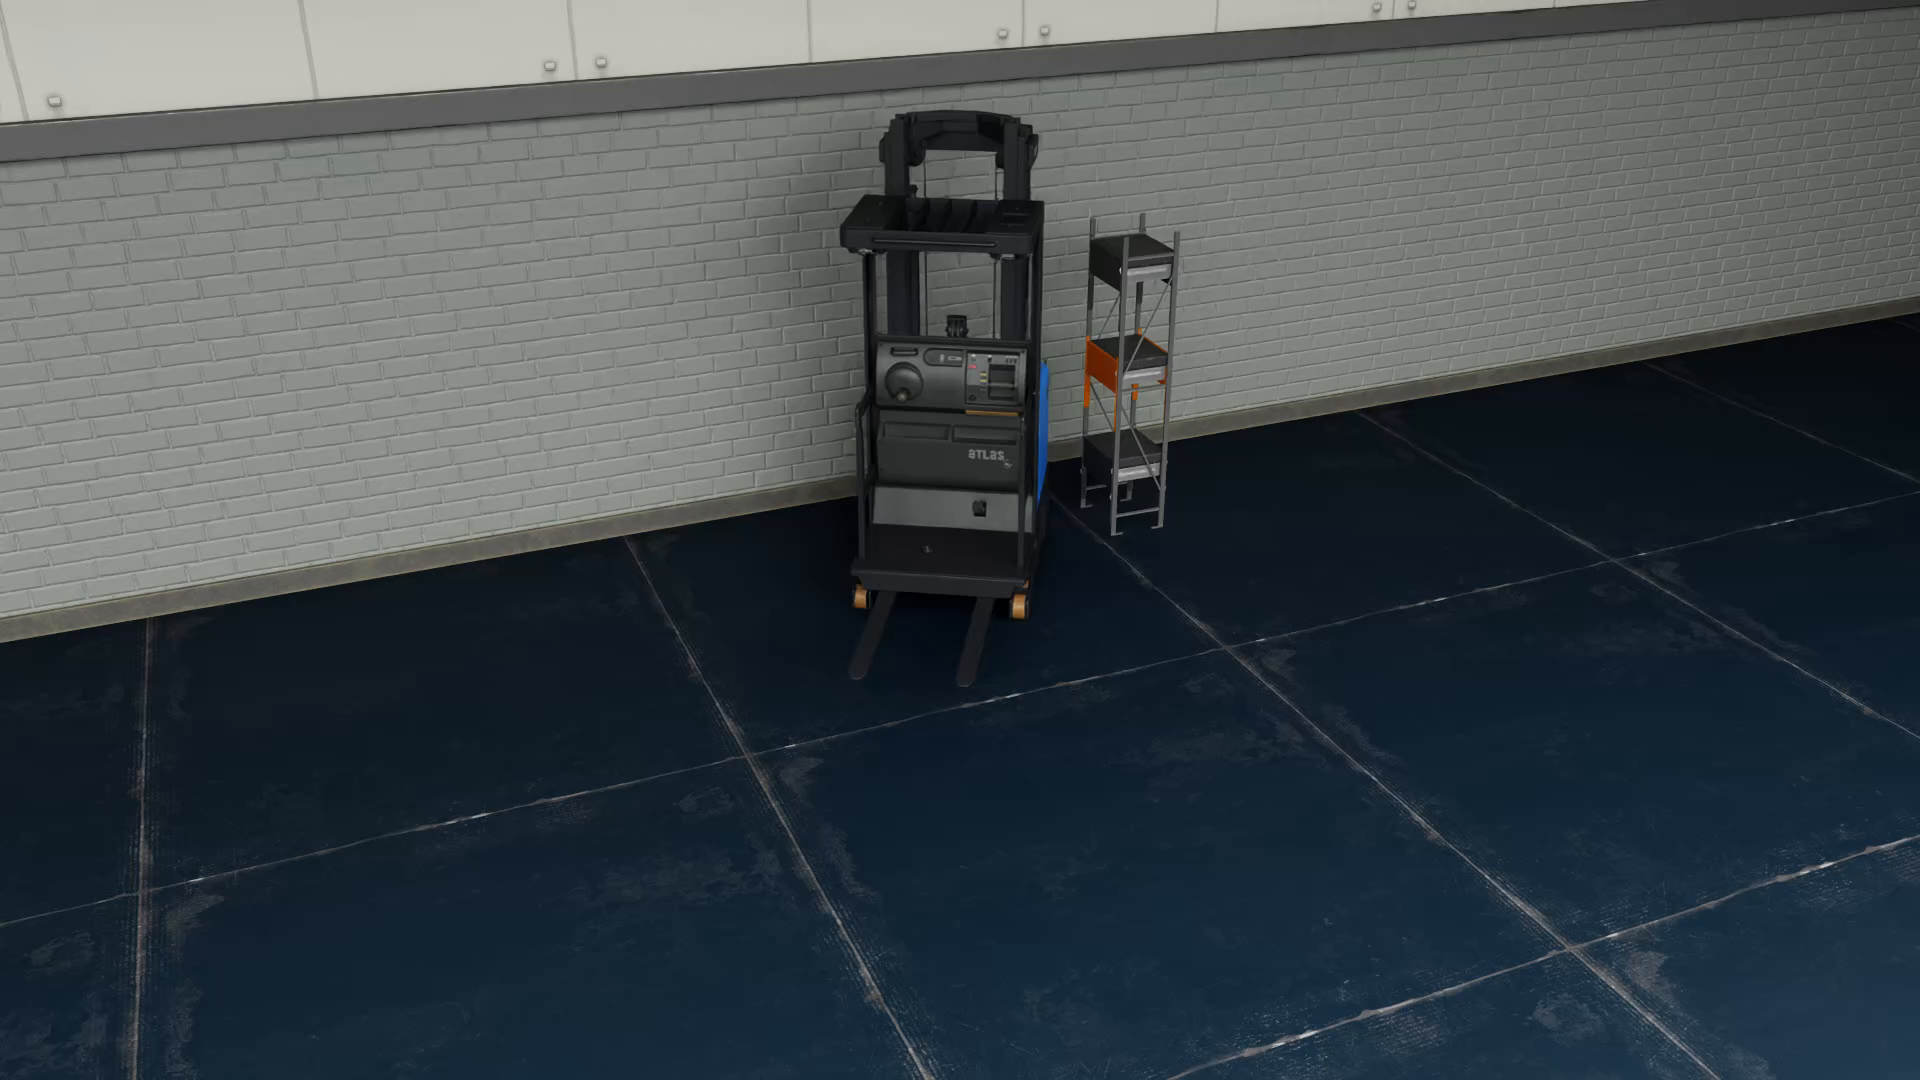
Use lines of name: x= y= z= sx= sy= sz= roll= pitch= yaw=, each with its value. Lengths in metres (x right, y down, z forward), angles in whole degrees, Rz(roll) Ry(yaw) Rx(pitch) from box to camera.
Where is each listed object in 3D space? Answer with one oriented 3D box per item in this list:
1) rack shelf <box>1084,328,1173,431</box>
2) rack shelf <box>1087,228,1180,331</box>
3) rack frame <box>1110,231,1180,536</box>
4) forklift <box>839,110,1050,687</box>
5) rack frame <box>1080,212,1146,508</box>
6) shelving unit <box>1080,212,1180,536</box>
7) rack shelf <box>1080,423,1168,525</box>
rack shelf: x=1.135 y=-1.092 z=11.271 sx=0.431 sy=0.518 sz=0.480 roll=-10 pitch=28 yaw=-19
rack shelf: x=1.135 y=-1.721 z=10.964 sx=0.431 sy=0.518 sz=0.480 roll=-10 pitch=28 yaw=-19
rack frame: x=1.224 y=-1.005 z=11.060 sx=0.400 sy=2.100 sz=0.015 roll=-10 pitch=28 yaw=-19
forklift: x=-0.081 y=-0.983 z=10.068 sx=1.130 sy=2.935 sz=3.031 roll=3 pitch=26 yaw=7
rack frame: x=1.047 y=-1.204 z=11.469 sx=0.400 sy=2.100 sz=0.015 roll=-10 pitch=28 yaw=-19
shelving unit: x=1.135 y=-1.104 z=11.265 sx=0.431 sy=2.100 sz=0.503 roll=-10 pitch=28 yaw=-19
rack shelf: x=1.135 y=-0.463 z=11.578 sx=0.431 sy=0.518 sz=0.480 roll=-10 pitch=28 yaw=-19
